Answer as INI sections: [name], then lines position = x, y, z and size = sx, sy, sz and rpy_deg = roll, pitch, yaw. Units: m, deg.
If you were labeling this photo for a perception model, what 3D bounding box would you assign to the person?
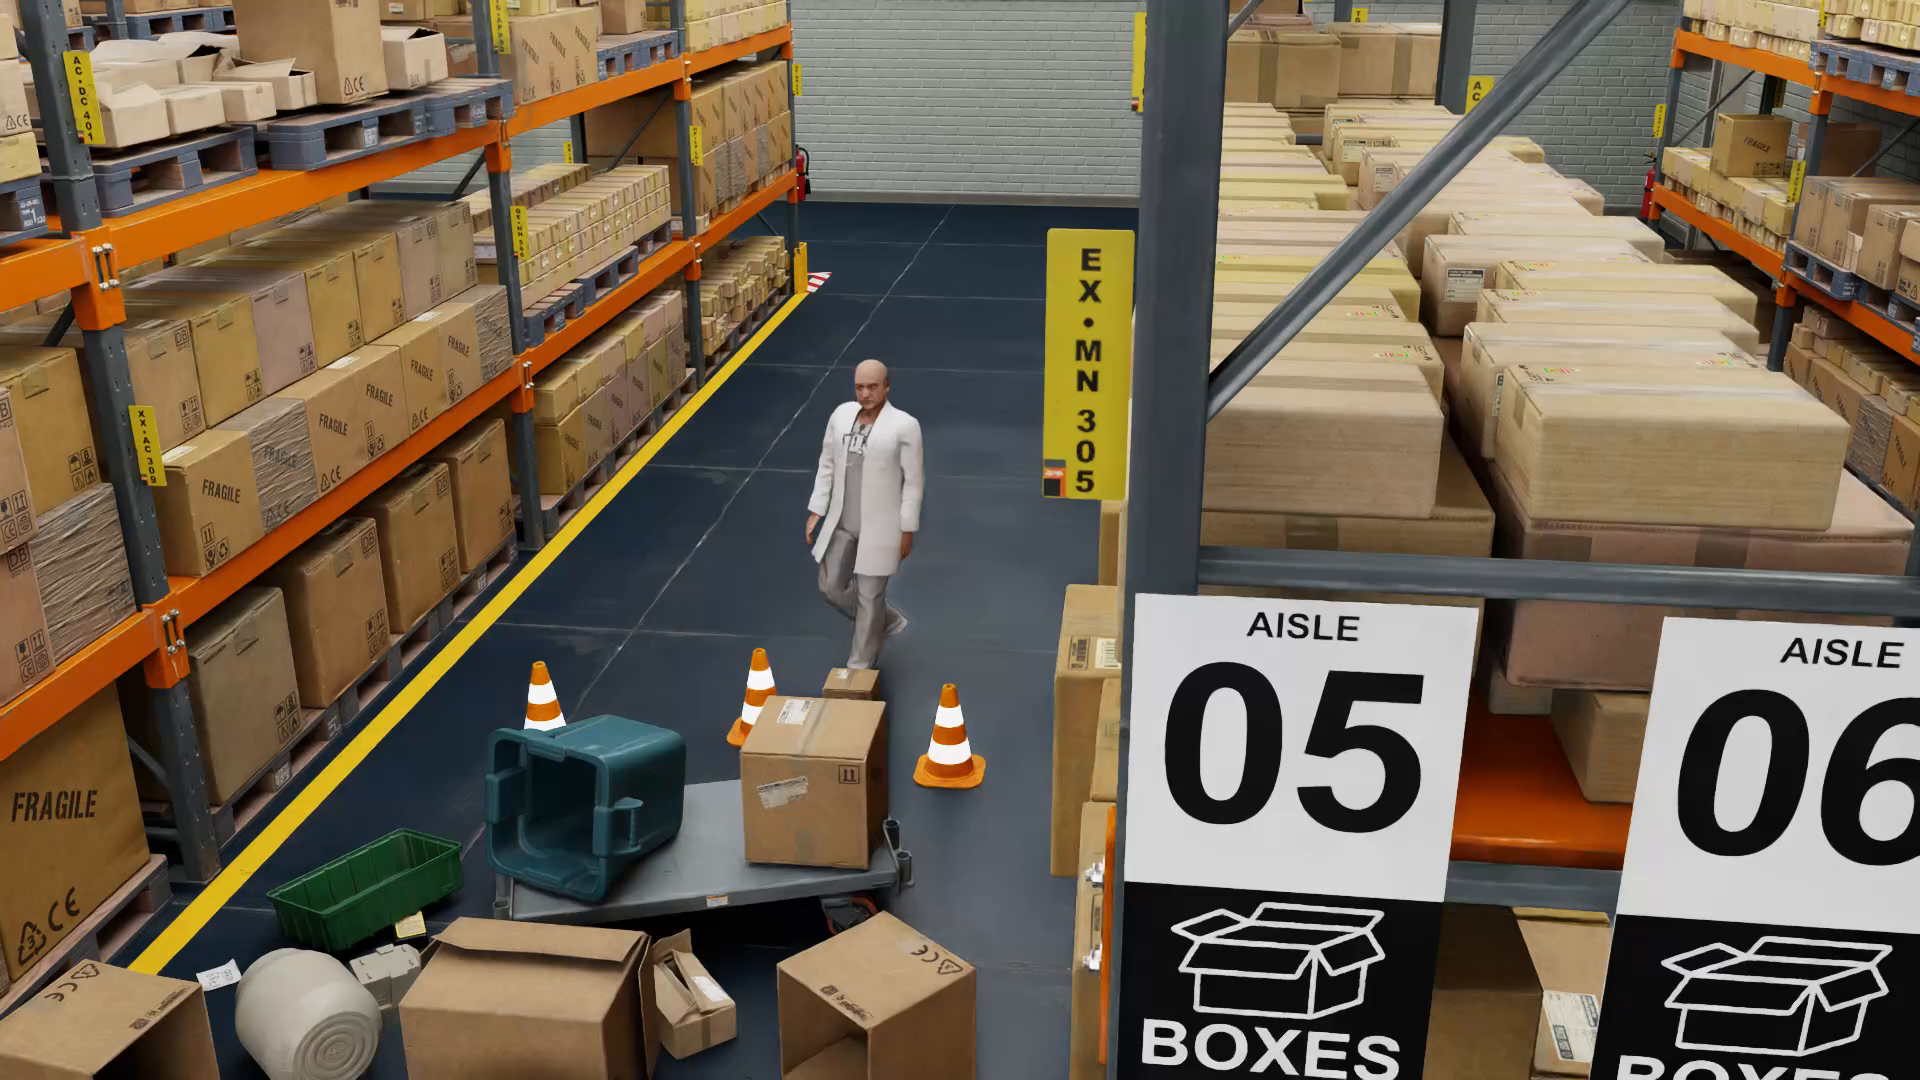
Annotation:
[person]
position = -0.509, -0.086, 8.782
size = 0.636, 1.775, 0.636
rpy_deg = 12, 24, 28
